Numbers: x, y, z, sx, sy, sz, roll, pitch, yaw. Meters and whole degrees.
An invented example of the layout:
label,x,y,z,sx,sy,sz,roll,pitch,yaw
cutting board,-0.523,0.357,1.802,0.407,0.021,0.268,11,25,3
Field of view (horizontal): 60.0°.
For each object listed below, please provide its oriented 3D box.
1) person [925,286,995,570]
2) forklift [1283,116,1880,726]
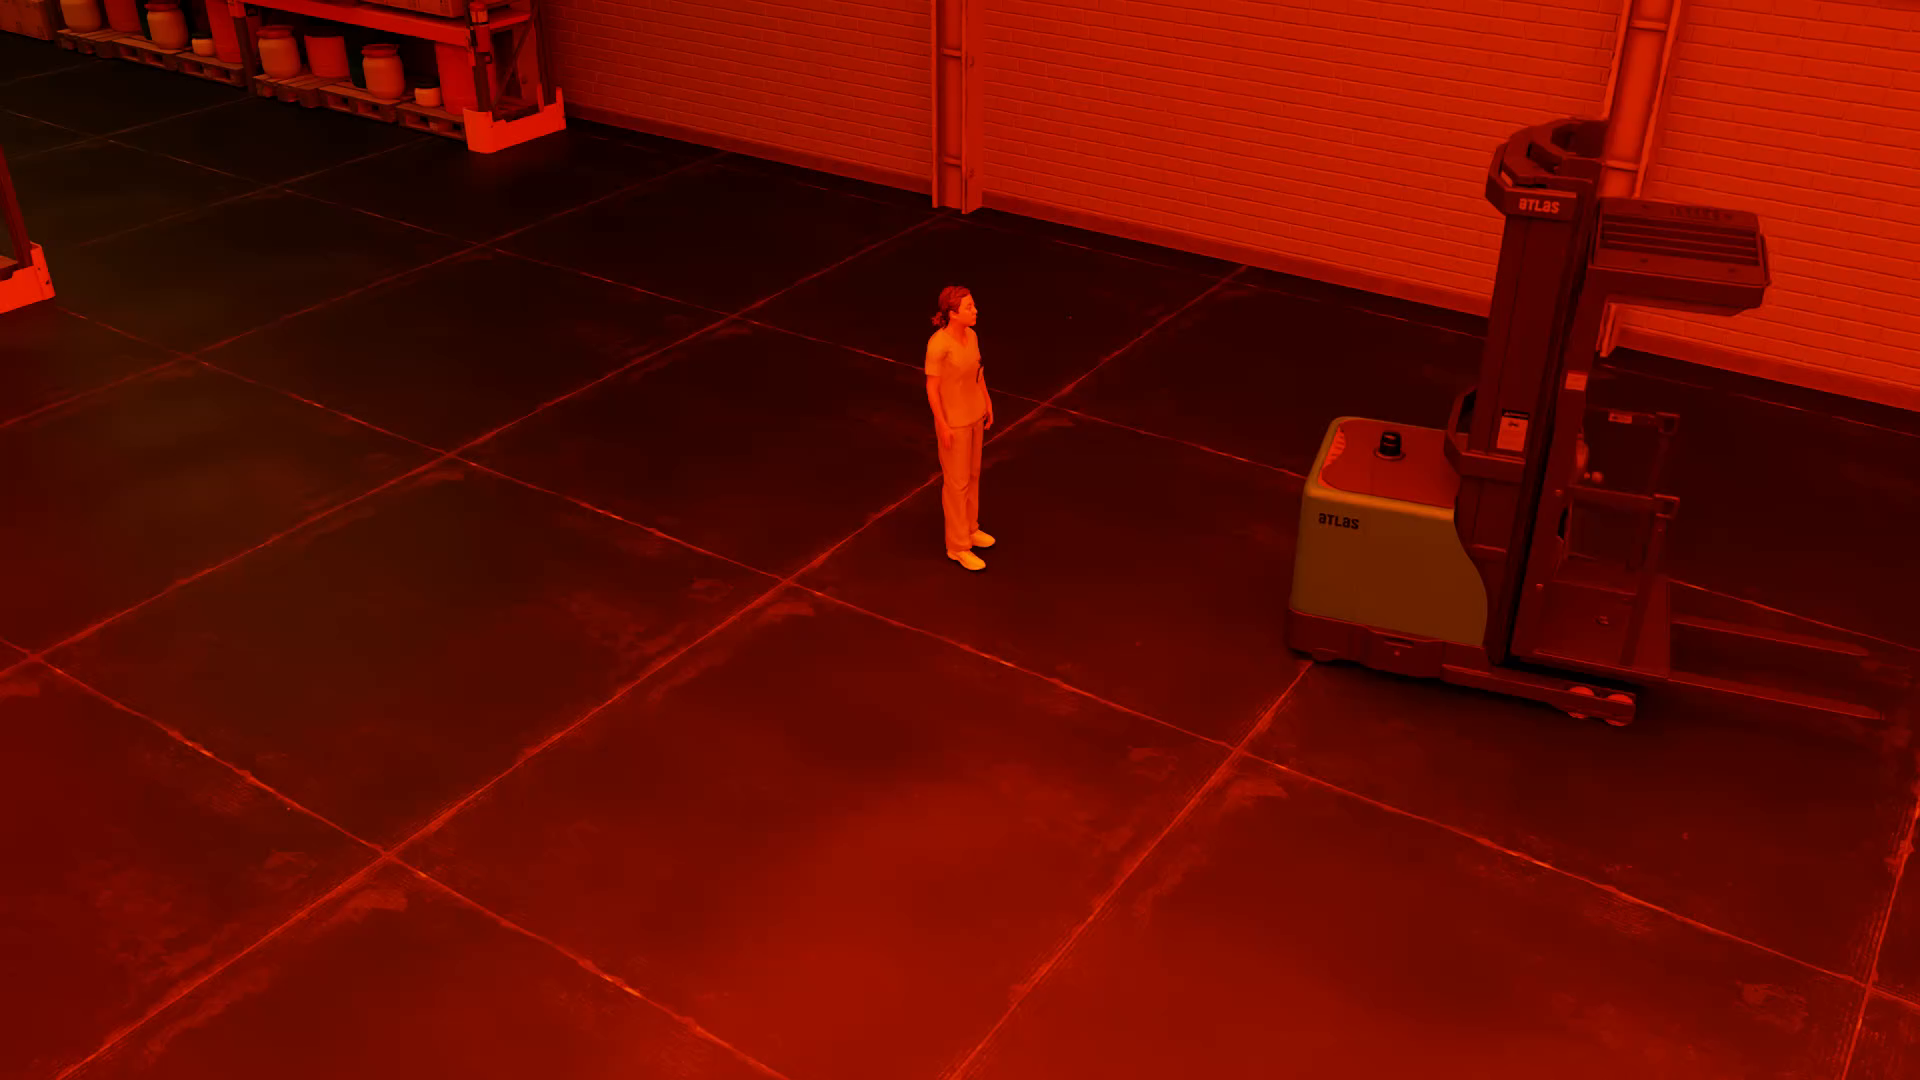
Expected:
label,x,y,z,sx,sy,sz,roll,pitch,yaw
person,0.054,-0.704,10.030,0.548,1.673,0.549,19,35,29
forklift,3.396,-0.586,8.590,3.031,2.935,1.130,11,32,18
